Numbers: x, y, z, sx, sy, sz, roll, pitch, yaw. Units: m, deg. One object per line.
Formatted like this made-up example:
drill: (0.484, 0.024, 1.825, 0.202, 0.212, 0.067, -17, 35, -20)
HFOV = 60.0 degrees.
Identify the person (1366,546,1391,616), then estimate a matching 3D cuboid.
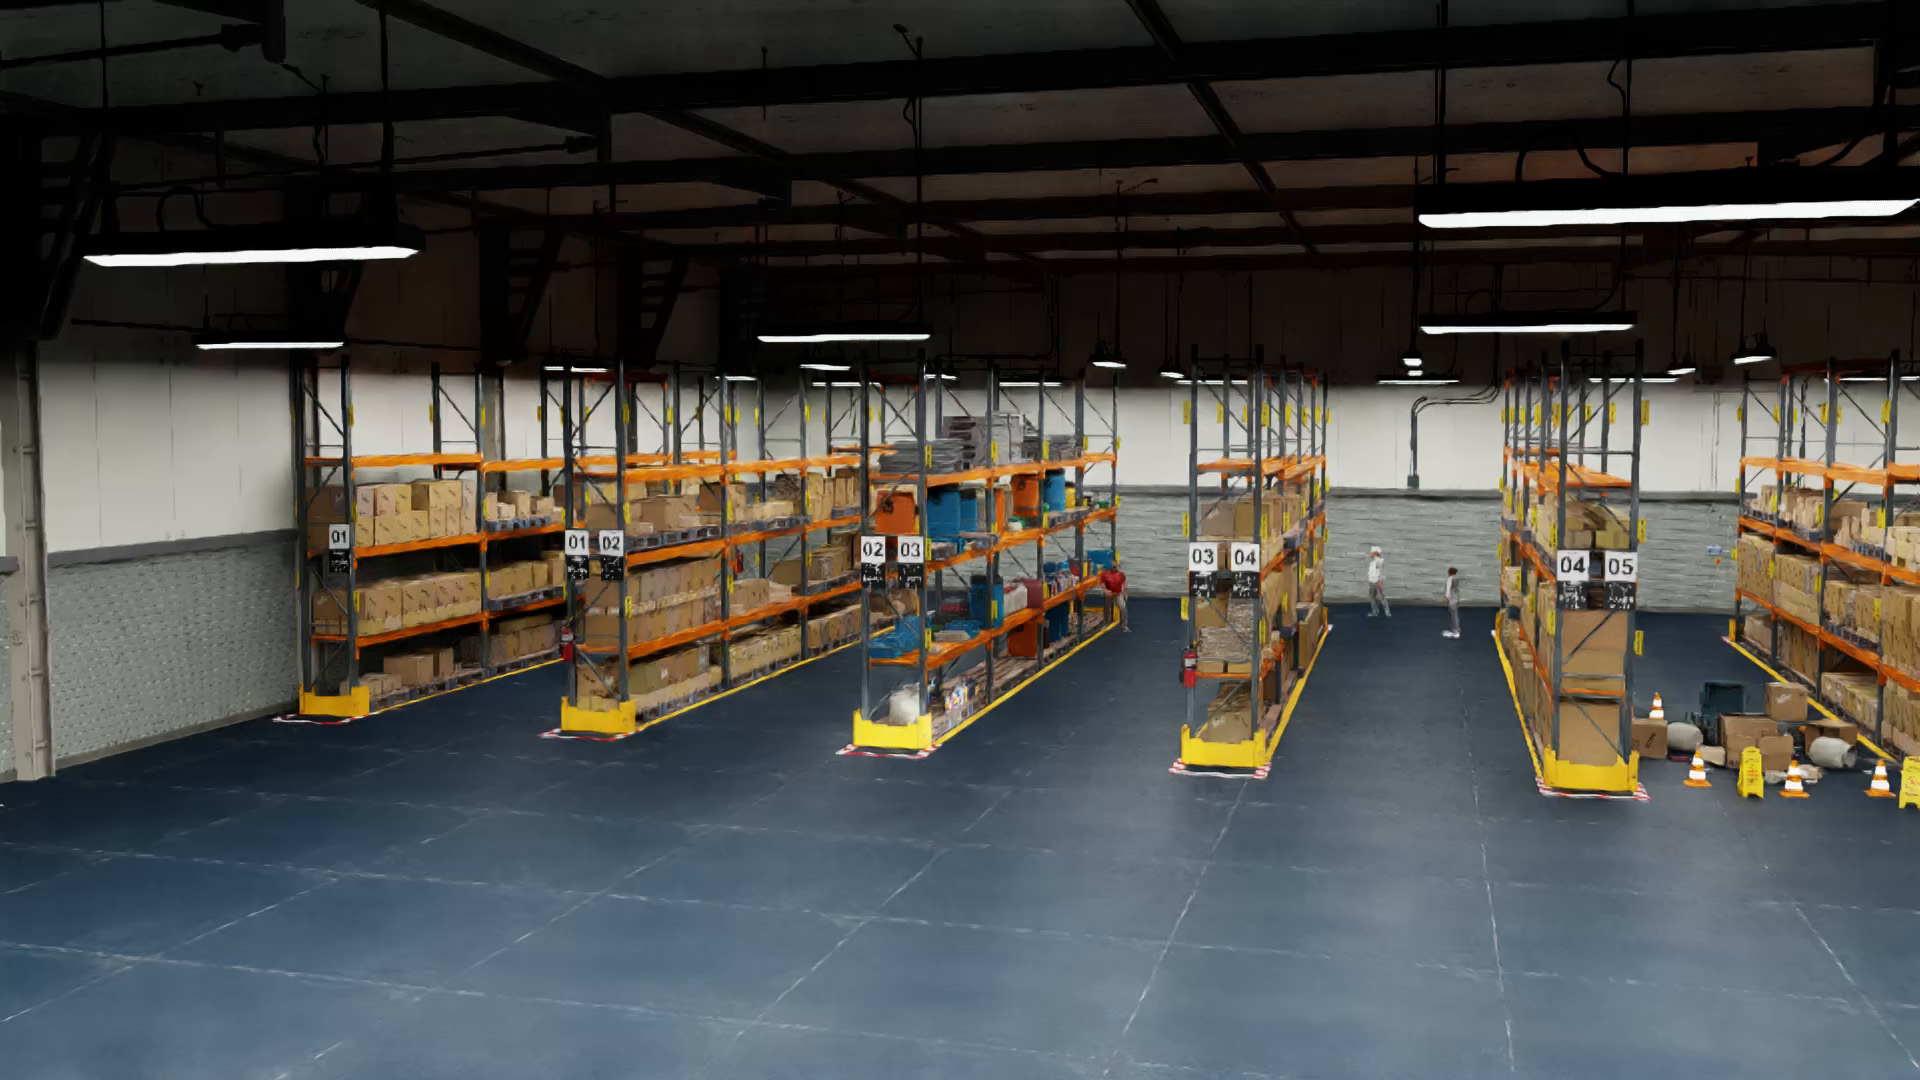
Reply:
person: (10.453, 1.021, 41.462, 0.538, 1.767, 0.631, -1, 4, -10)

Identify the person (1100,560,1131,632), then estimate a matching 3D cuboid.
person: (3.570, 1.286, 38.388, 0.705, 1.660, 0.854, 0, 4, -3)

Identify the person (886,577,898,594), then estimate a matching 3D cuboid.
person: (-1.812, 0.852, 43.370, 0.715, 1.774, 0.467, -4, 6, -42)

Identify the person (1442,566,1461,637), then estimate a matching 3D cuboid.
person: (11.133, 1.371, 37.641, 0.536, 1.590, 0.535, 4, 6, 42)
